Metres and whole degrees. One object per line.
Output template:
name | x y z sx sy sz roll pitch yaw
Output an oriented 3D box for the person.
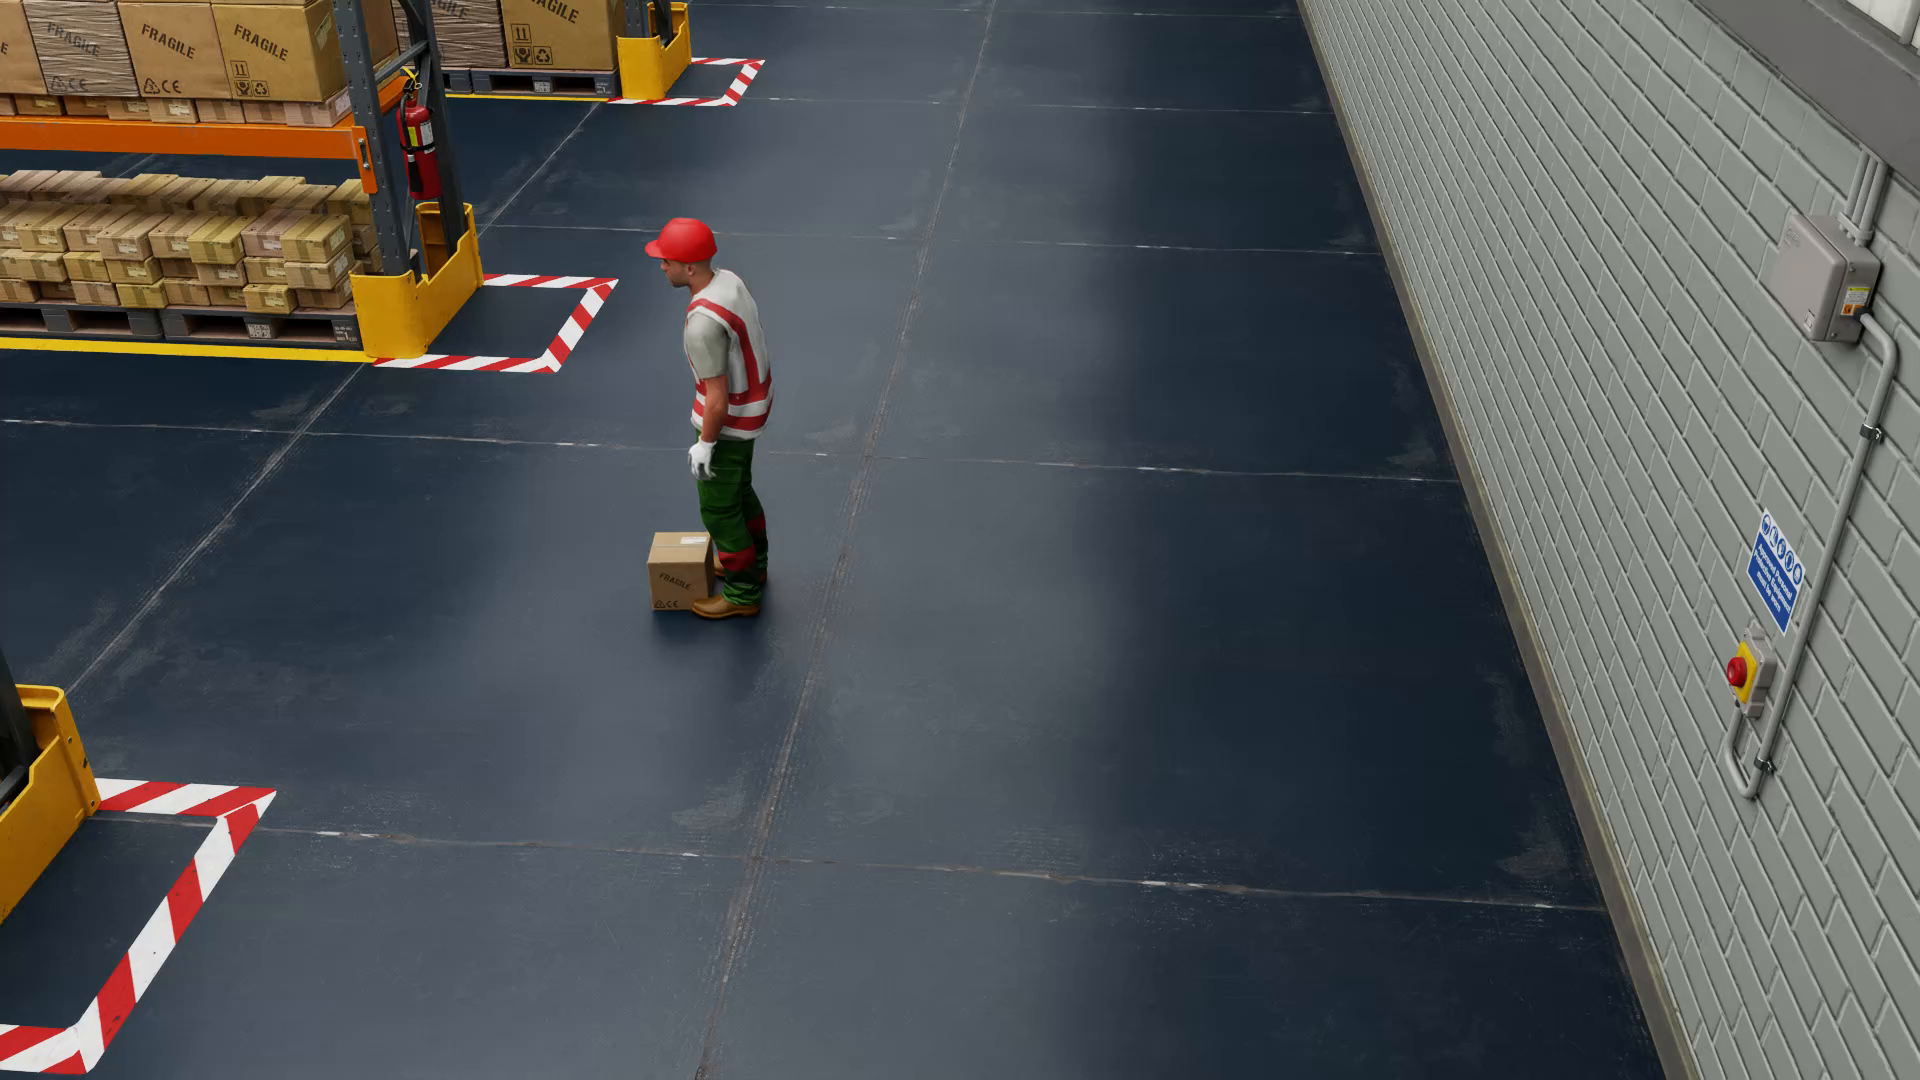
person | -1.005 -0.499 6.930 0.455 1.779 0.611 2 32 4
